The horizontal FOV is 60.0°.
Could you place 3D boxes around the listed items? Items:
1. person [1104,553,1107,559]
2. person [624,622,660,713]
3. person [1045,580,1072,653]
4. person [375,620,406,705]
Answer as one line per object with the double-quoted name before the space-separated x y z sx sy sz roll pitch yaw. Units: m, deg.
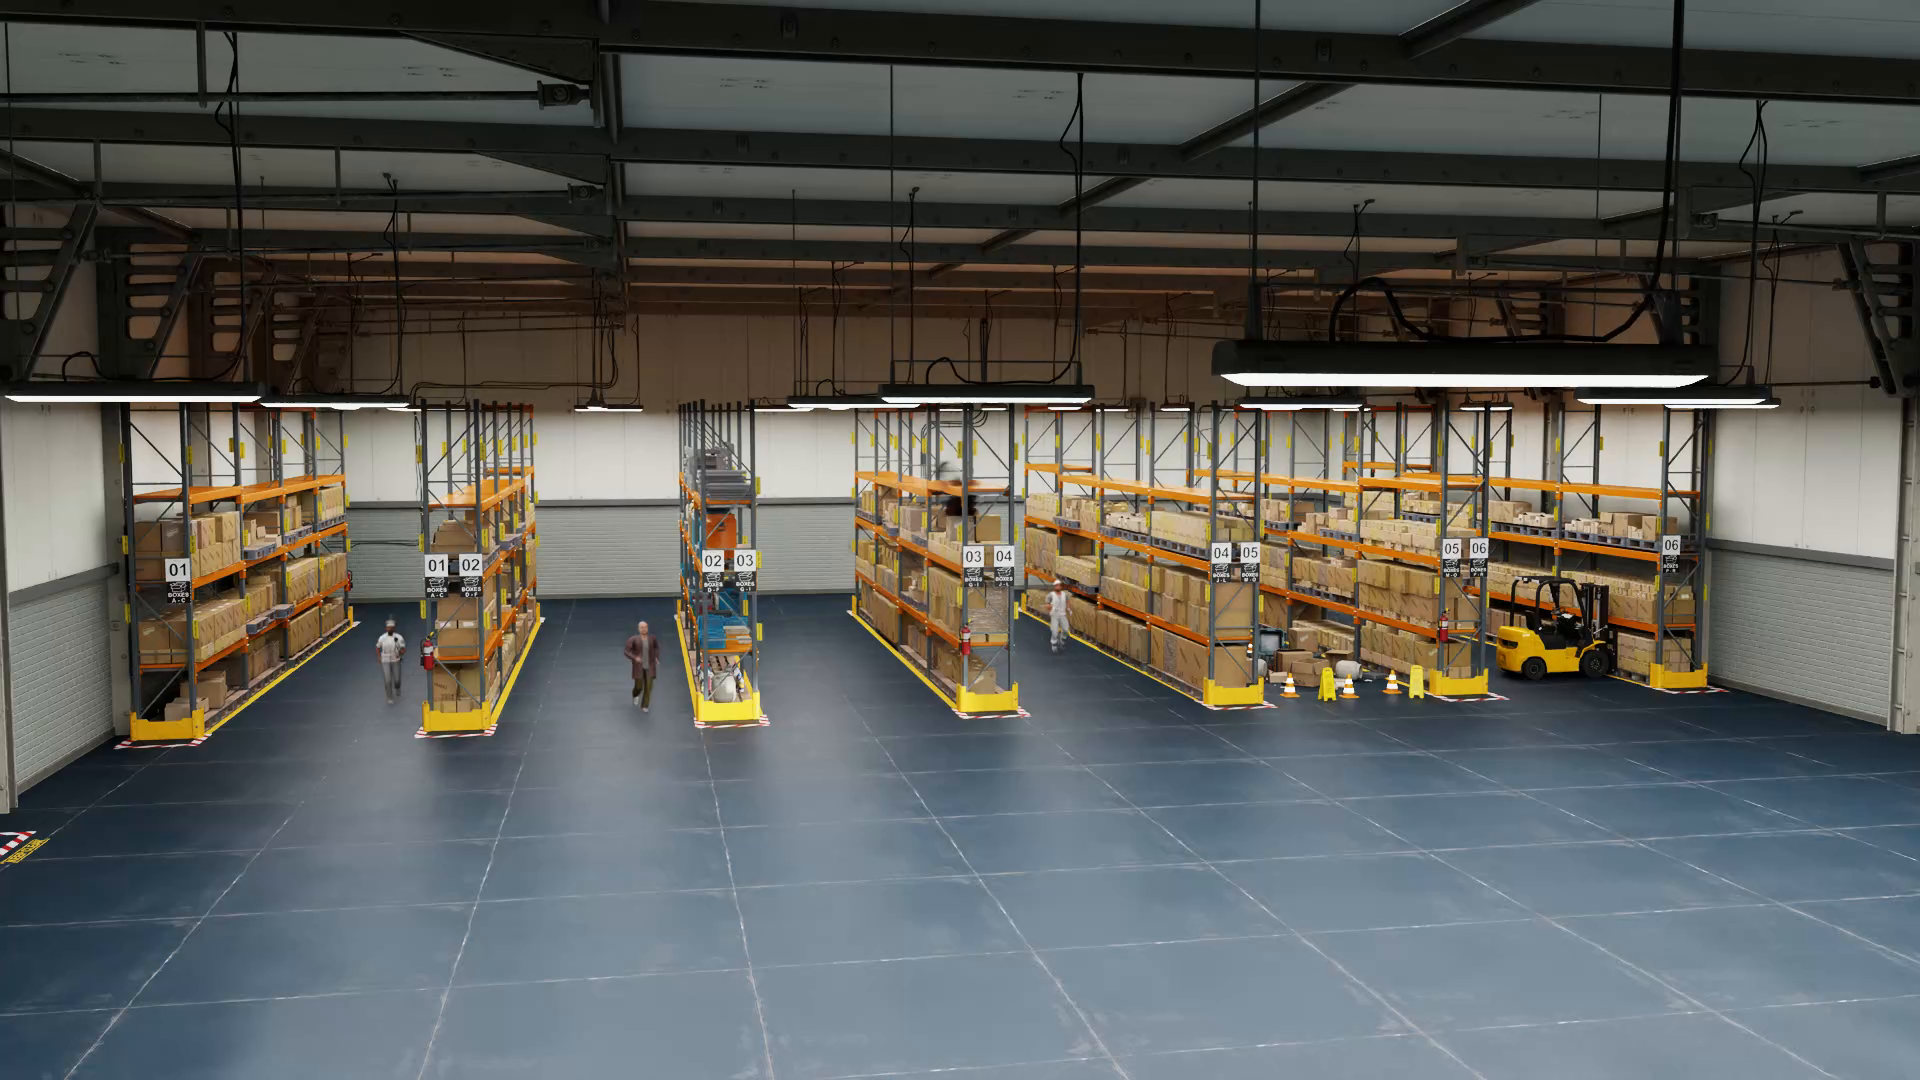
"person" 4.181 1.201 48.401 0.597 1.655 0.981 -1 4 -15
"person" -6.102 2.436 32.005 0.709 1.737 0.757 -2 5 -26
"person" 2.374 1.839 39.794 0.683 1.751 0.605 -1 4 -11
"person" -11.292 2.406 32.975 0.580 1.655 0.681 -1 5 -17
